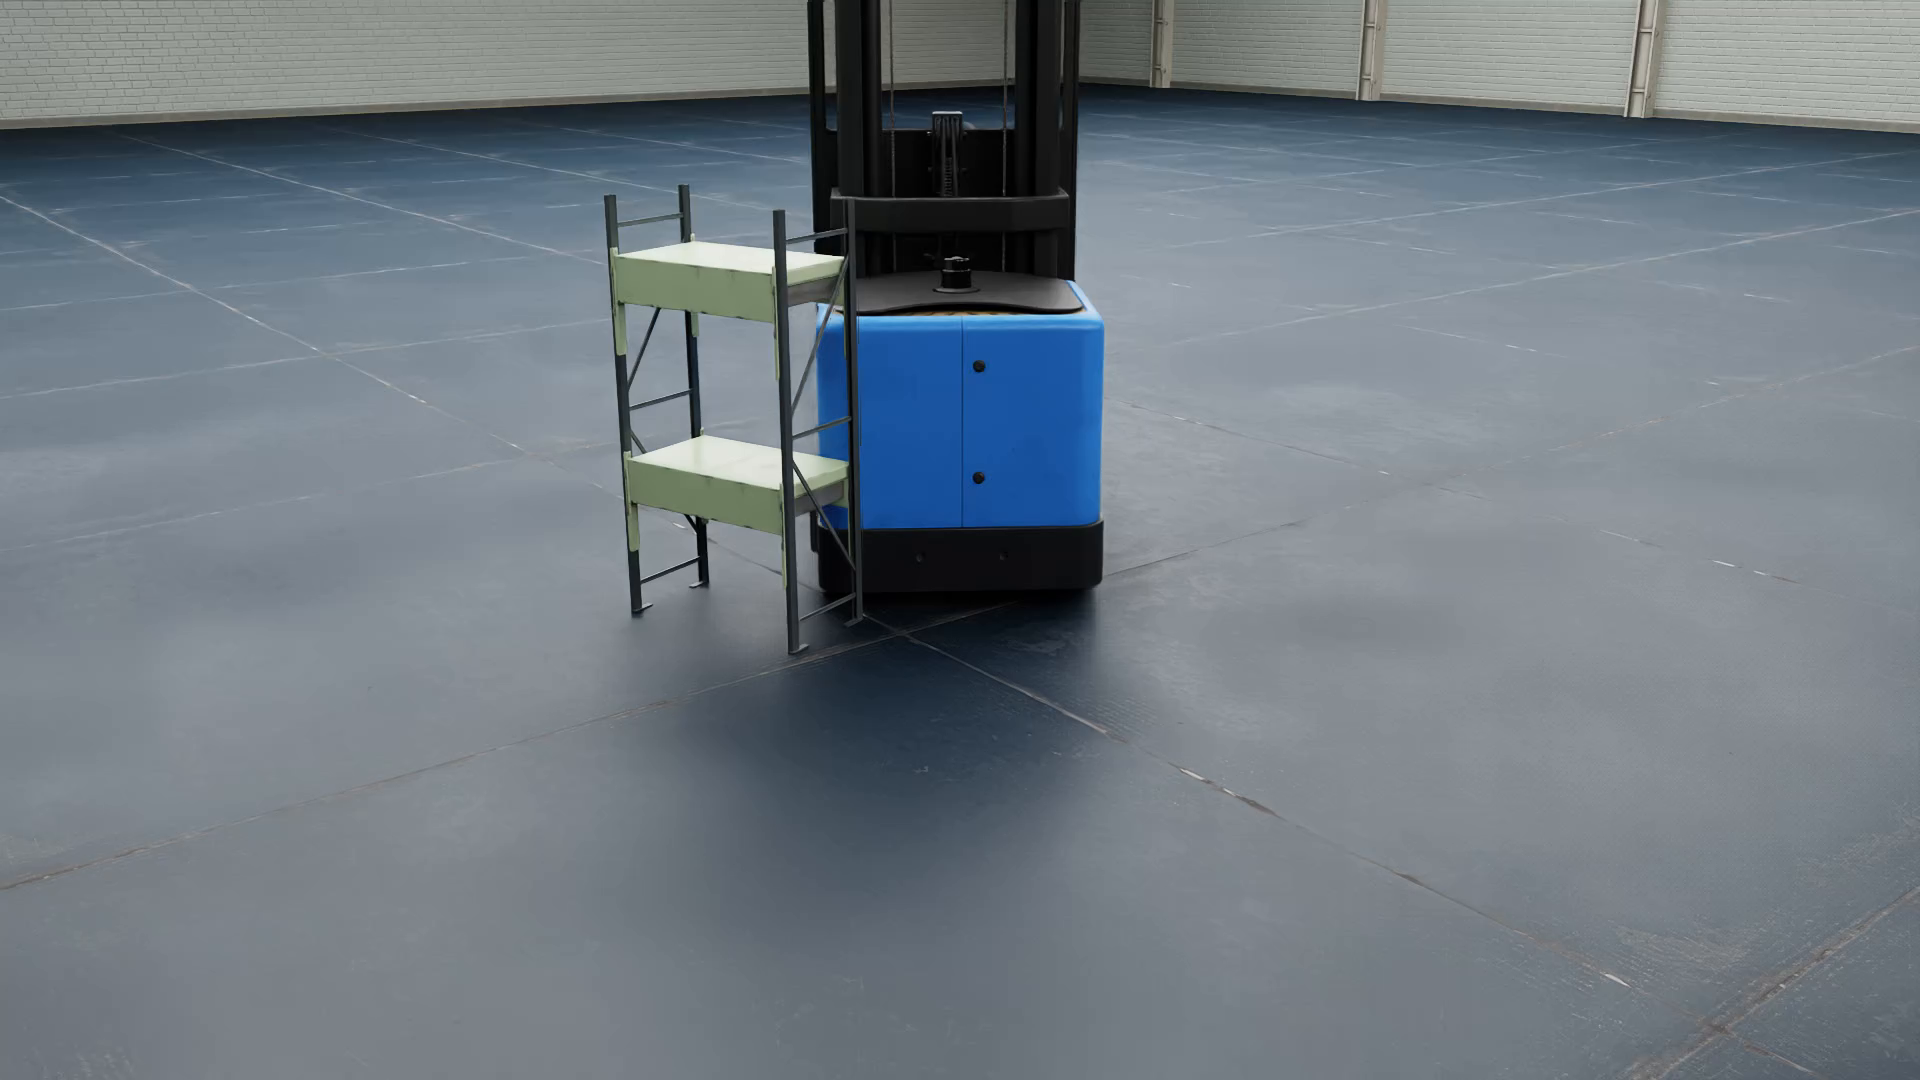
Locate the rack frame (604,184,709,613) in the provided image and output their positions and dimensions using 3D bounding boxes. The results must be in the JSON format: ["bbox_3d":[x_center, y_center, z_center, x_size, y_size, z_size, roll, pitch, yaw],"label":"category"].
[{"bbox_3d":[-1.080,-0.500,5.986,0.023,1.500,0.400,12,22,31],"label":"rack frame"}]

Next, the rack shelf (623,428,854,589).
[{"bbox_3d":[-0.775,-0.127,5.898,0.720,0.370,0.431,12,22,31],"label":"rack shelf"}]

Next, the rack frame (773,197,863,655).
[{"bbox_3d":[-0.469,-0.373,5.604,0.023,1.500,0.400,12,22,31],"label":"rack frame"}]

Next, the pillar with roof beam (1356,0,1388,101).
[{"bbox_3d":[4.991,-12.452,30.151,9.100,9.000,0.400,-14,23,-36],"label":"pillar with roof beam"}]

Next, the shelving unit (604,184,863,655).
[{"bbox_3d":[-0.775,-0.437,5.795,0.755,1.500,0.431,12,22,31],"label":"shelving unit"}]

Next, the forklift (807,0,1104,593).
[{"bbox_3d":[-0.080,-1.611,7.065,1.130,2.935,3.031,-1,18,-3],"label":"forklift"}]

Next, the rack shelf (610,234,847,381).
[{"bbox_3d":[-0.775,-0.807,5.673,0.720,0.370,0.431,12,22,31],"label":"rack shelf"}]

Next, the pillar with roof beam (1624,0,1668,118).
[{"bbox_3d":[8.716,-10.973,25.686,9.100,9.000,0.400,-14,23,-36],"label":"pillar with roof beam"}]

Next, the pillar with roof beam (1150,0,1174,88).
[{"bbox_3d":[1.266,-13.930,34.616,9.100,9.000,0.400,-14,23,-36],"label":"pillar with roof beam"}]
